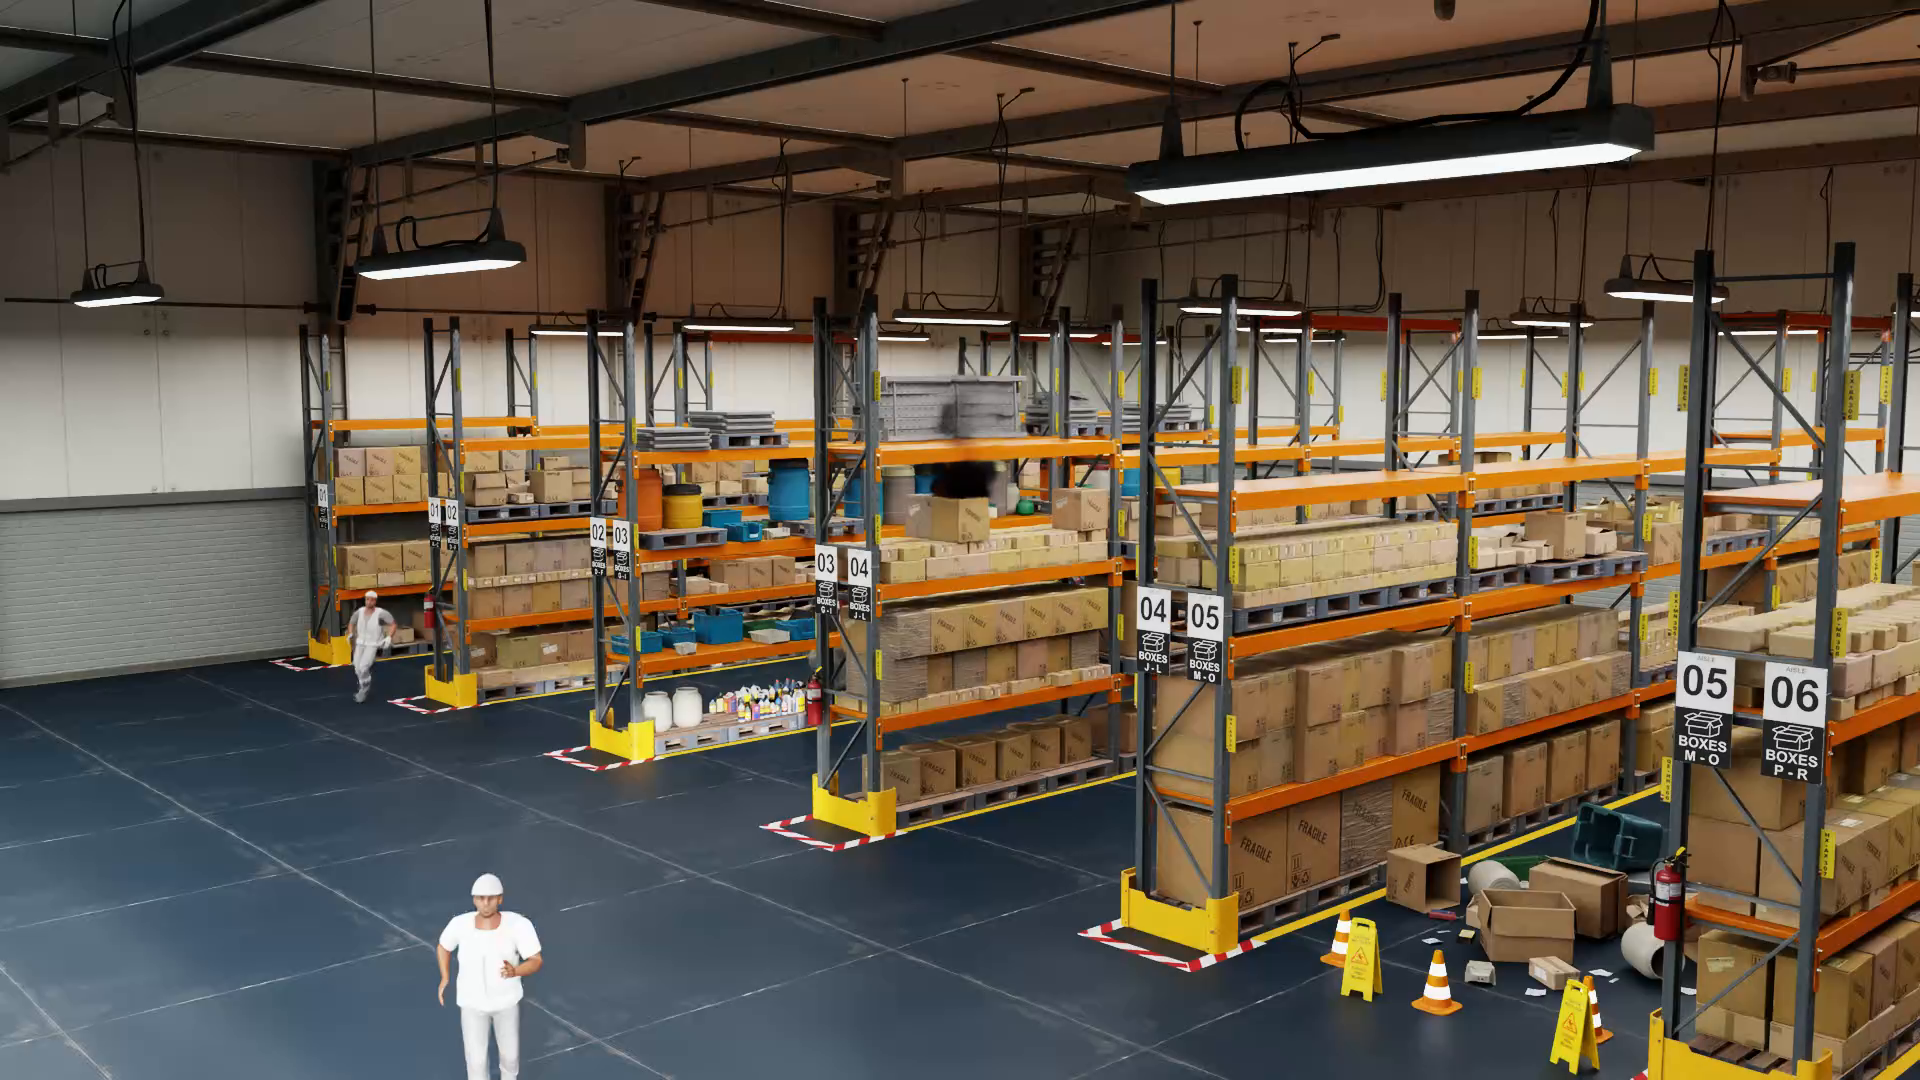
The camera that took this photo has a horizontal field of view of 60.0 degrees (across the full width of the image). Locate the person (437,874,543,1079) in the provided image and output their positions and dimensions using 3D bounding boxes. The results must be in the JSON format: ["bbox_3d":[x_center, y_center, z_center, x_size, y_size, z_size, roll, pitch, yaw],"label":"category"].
[{"bbox_3d":[-3.186,3.128,11.279,0.706,1.747,0.990,-1,6,-13],"label":"person"}]

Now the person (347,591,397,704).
[{"bbox_3d":[-9.261,1.672,26.051,0.718,1.759,0.649,1,6,10],"label":"person"}]

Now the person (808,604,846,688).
[{"bbox_3d":[-2.131,1.600,26.849,0.570,1.826,0.857,4,7,37],"label":"person"}]
